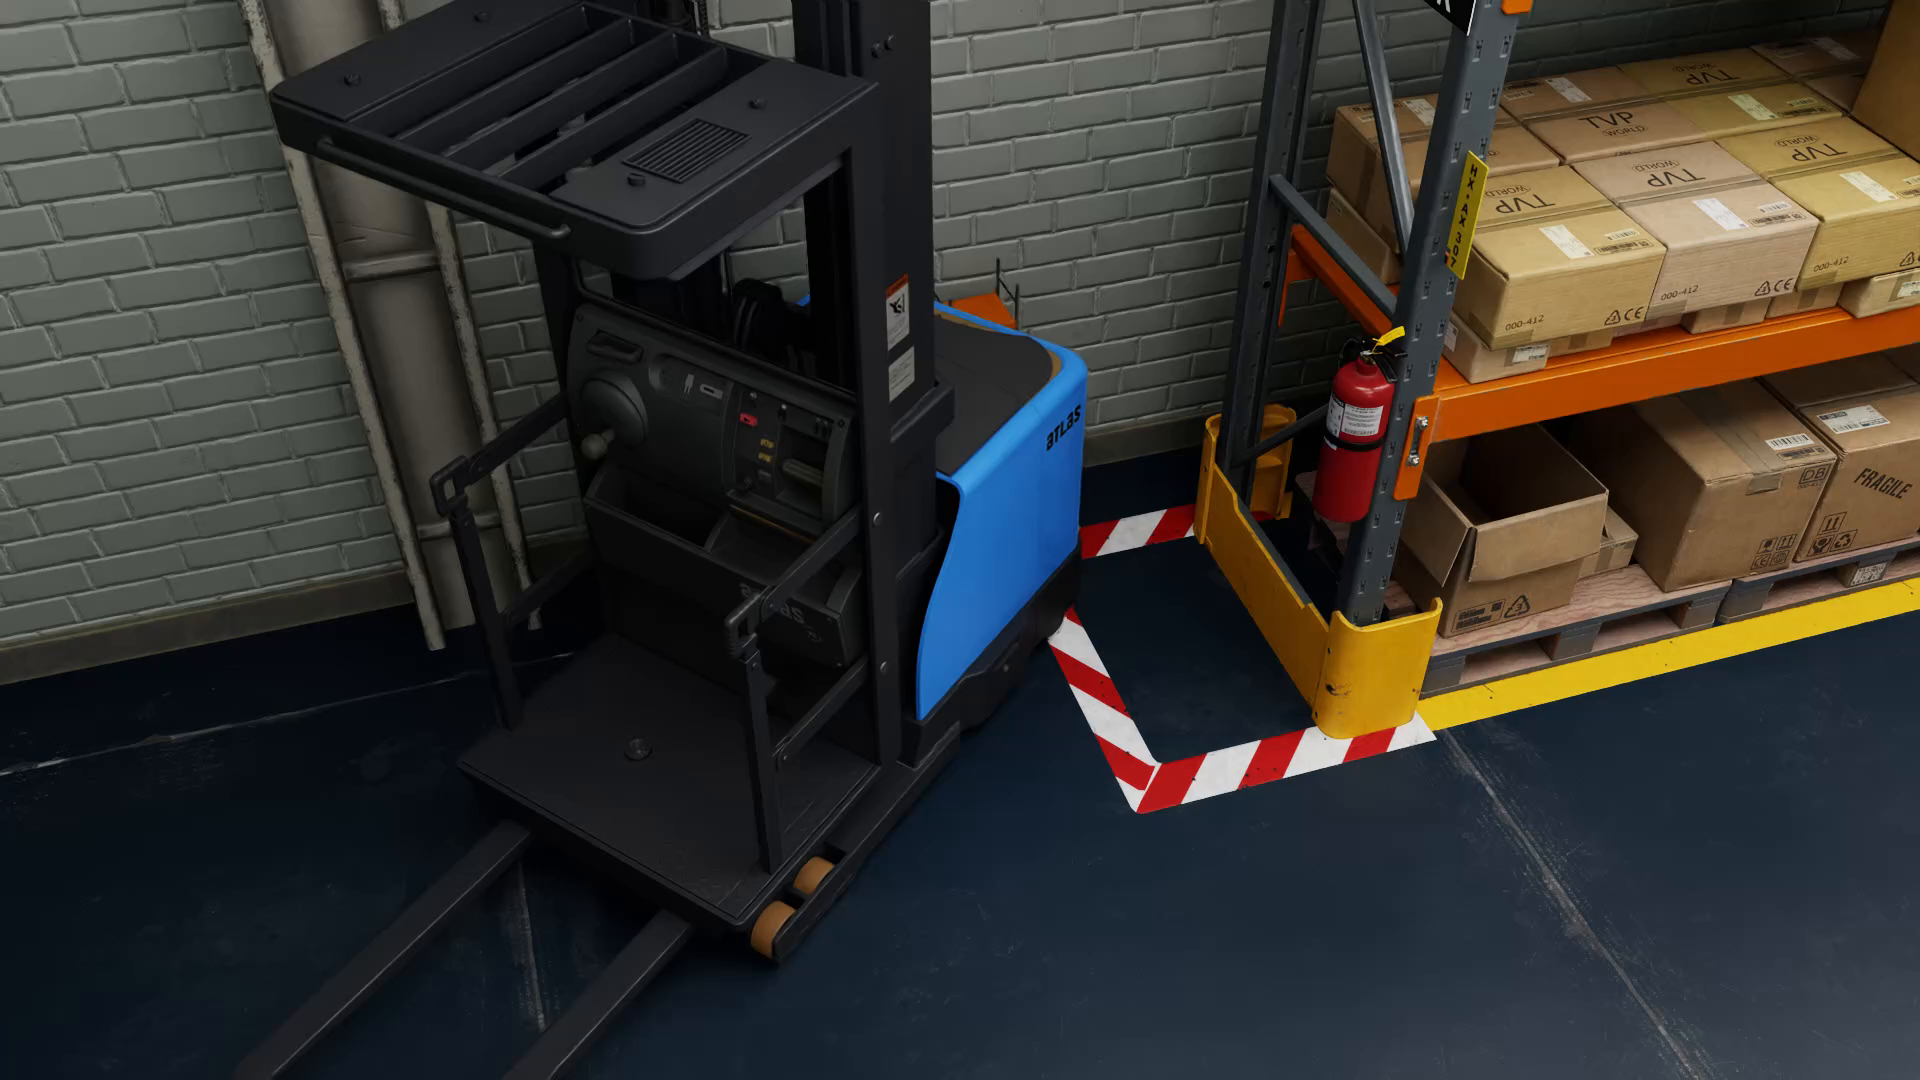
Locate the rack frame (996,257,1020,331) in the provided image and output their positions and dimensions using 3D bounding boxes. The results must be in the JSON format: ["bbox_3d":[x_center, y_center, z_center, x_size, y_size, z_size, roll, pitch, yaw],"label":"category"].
[{"bbox_3d":[0.164,-0.525,6.053,0.008,1.050,0.200,-14,43,-15],"label":"rack frame"}]

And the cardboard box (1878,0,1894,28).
[{"bbox_3d":[3.446,-1.846,5.401,0.500,0.500,0.500,-13,43,-14],"label":"cardboard box"}]

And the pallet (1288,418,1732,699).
[{"bbox_3d":[1.964,0.032,6.053,1.213,0.211,1.003,-12,42,-13],"label":"pallet"}]

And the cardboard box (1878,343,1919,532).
[{"bbox_3d":[3.560,-0.473,6.092,0.500,0.500,0.700,-13,43,-15],"label":"cardboard box"}]

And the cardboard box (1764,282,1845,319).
[{"bbox_3d":[2.507,-0.864,5.150,0.250,0.149,0.380,-11,42,-12],"label":"cardboard box"}]

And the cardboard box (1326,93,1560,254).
[{"bbox_3d":[1.490,-1.158,5.183,0.500,0.250,0.500,-11,42,-12],"label":"cardboard box"}]

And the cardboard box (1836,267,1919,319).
[{"bbox_3d":[2.771,-0.866,5.153,0.250,0.149,0.380,-13,43,-14],"label":"cardboard box"}]

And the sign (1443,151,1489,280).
[{"bbox_3d":[1.294,-0.830,4.263,0.005,0.325,0.100,-12,42,-13],"label":"sign"}]

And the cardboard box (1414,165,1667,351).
[{"bbox_3d":[1.645,-0.821,4.798,0.500,0.250,0.500,-11,42,-13],"label":"cardboard box"}]

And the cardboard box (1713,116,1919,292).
[{"bbox_3d":[2.608,-1.023,5.029,0.500,0.250,0.500,-12,43,-14],"label":"cardboard box"}]

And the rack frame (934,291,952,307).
[{"bbox_3d":[-0.065,-0.469,5.989,0.008,1.050,0.200,-14,43,-15],"label":"rack frame"}]

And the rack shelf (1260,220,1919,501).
[{"bbox_3d":[3.039,-0.969,5.626,4.000,0.370,1.077,-12,42,-13],"label":"rack shelf"}]

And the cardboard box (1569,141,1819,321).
[{"bbox_3d":[2.126,-0.921,4.912,0.500,0.250,0.500,-11,42,-13],"label":"cardboard box"}]

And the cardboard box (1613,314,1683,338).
[{"bbox_3d":[1.996,-0.796,5.072,0.250,0.149,0.380,-12,43,-14],"label":"cardboard box"}]

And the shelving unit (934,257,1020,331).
[{"bbox_3d":[0.050,-0.497,6.021,0.252,1.050,0.215,-14,43,-15],"label":"shelving unit"}]

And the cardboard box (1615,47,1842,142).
[{"bbox_3d":[2.456,-1.354,5.408,0.500,0.250,0.500,-10,42,-12],"label":"cardboard box"}]

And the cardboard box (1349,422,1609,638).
[{"bbox_3d":[1.743,-0.124,5.691,0.637,0.503,0.797,-13,43,-15],"label":"cardboard box"}]

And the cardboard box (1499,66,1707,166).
[{"bbox_3d":[1.982,-1.259,5.299,0.500,0.250,0.500,-12,42,-13],"label":"cardboard box"}]

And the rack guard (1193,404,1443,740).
[{"bbox_3d":[1.204,0.082,5.777,0.348,0.500,1.175,-12,42,-13],"label":"rack guard"}]

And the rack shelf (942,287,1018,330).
[{"bbox_3d":[0.050,-0.703,5.841,0.240,0.259,0.215,-14,43,-15],"label":"rack shelf"}]

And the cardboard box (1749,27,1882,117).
[{"bbox_3d":[2.955,-1.457,5.526,0.500,0.250,0.500,-12,43,-13],"label":"cardboard box"}]

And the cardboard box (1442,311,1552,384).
[{"bbox_3d":[1.527,-0.643,4.897,0.250,0.149,0.380,-12,43,-13],"label":"cardboard box"}]

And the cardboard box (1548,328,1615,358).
[{"bbox_3d":[1.756,-0.722,4.988,0.250,0.149,0.380,-11,42,-12],"label":"cardboard box"}]

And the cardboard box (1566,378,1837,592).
[{"bbox_3d":[2.570,-0.268,5.857,0.500,0.500,0.700,-10,42,-11],"label":"cardboard box"}]

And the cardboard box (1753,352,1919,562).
[{"bbox_3d":[3.104,-0.309,5.905,0.500,0.500,0.500,-11,42,-12],"label":"cardboard box"}]

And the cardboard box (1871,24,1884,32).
[{"bbox_3d":[3.424,-1.558,5.642,0.500,0.250,0.500,-11,42,-12],"label":"cardboard box"}]

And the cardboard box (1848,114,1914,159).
[{"bbox_3d":[3.090,-1.137,5.160,0.500,0.250,0.500,-13,43,-14],"label":"cardboard box"}]

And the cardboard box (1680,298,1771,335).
[{"bbox_3d":[2.256,-0.808,5.085,0.250,0.149,0.380,-10,42,-12],"label":"cardboard box"}]

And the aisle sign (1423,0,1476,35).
[{"bbox_3d":[1.154,-1.626,3.855,0.004,0.787,0.394,-12,42,-13],"label":"aisle sign"}]

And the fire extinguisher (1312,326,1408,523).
[{"bbox_3d":[1.130,-0.356,4.720,0.183,0.674,0.296,-12,42,-13],"label":"fire extinguisher"}]

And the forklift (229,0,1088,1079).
[{"bbox_3d":[-0.797,-0.241,4.299,1.130,2.935,3.031,23,46,24],"label":"forklift"}]

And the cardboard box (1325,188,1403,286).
[{"bbox_3d":[1.367,-0.984,5.288,0.250,0.149,0.380,-12,43,-14],"label":"cardboard box"}]

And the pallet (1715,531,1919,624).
[{"bbox_3d":[3.125,-0.206,6.326,1.213,0.211,1.003,-12,42,-13],"label":"pallet"}]

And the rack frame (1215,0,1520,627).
[{"bbox_3d":[1.131,-0.845,4.937,0.127,3.000,1.000,-12,42,-13],"label":"rack frame"}]

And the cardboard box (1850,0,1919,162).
[{"bbox_3d":[3.075,-1.400,4.891,0.500,0.500,0.500,-11,42,-12],"label":"cardboard box"}]

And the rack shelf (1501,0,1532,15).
[{"bbox_3d":[3.039,-2.099,4.639,4.000,0.370,1.077,-12,42,-13],"label":"rack shelf"}]

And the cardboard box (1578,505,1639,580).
[{"bbox_3d":[2.160,-0.050,5.875,0.250,0.149,0.380,-13,43,-15],"label":"cardboard box"}]
